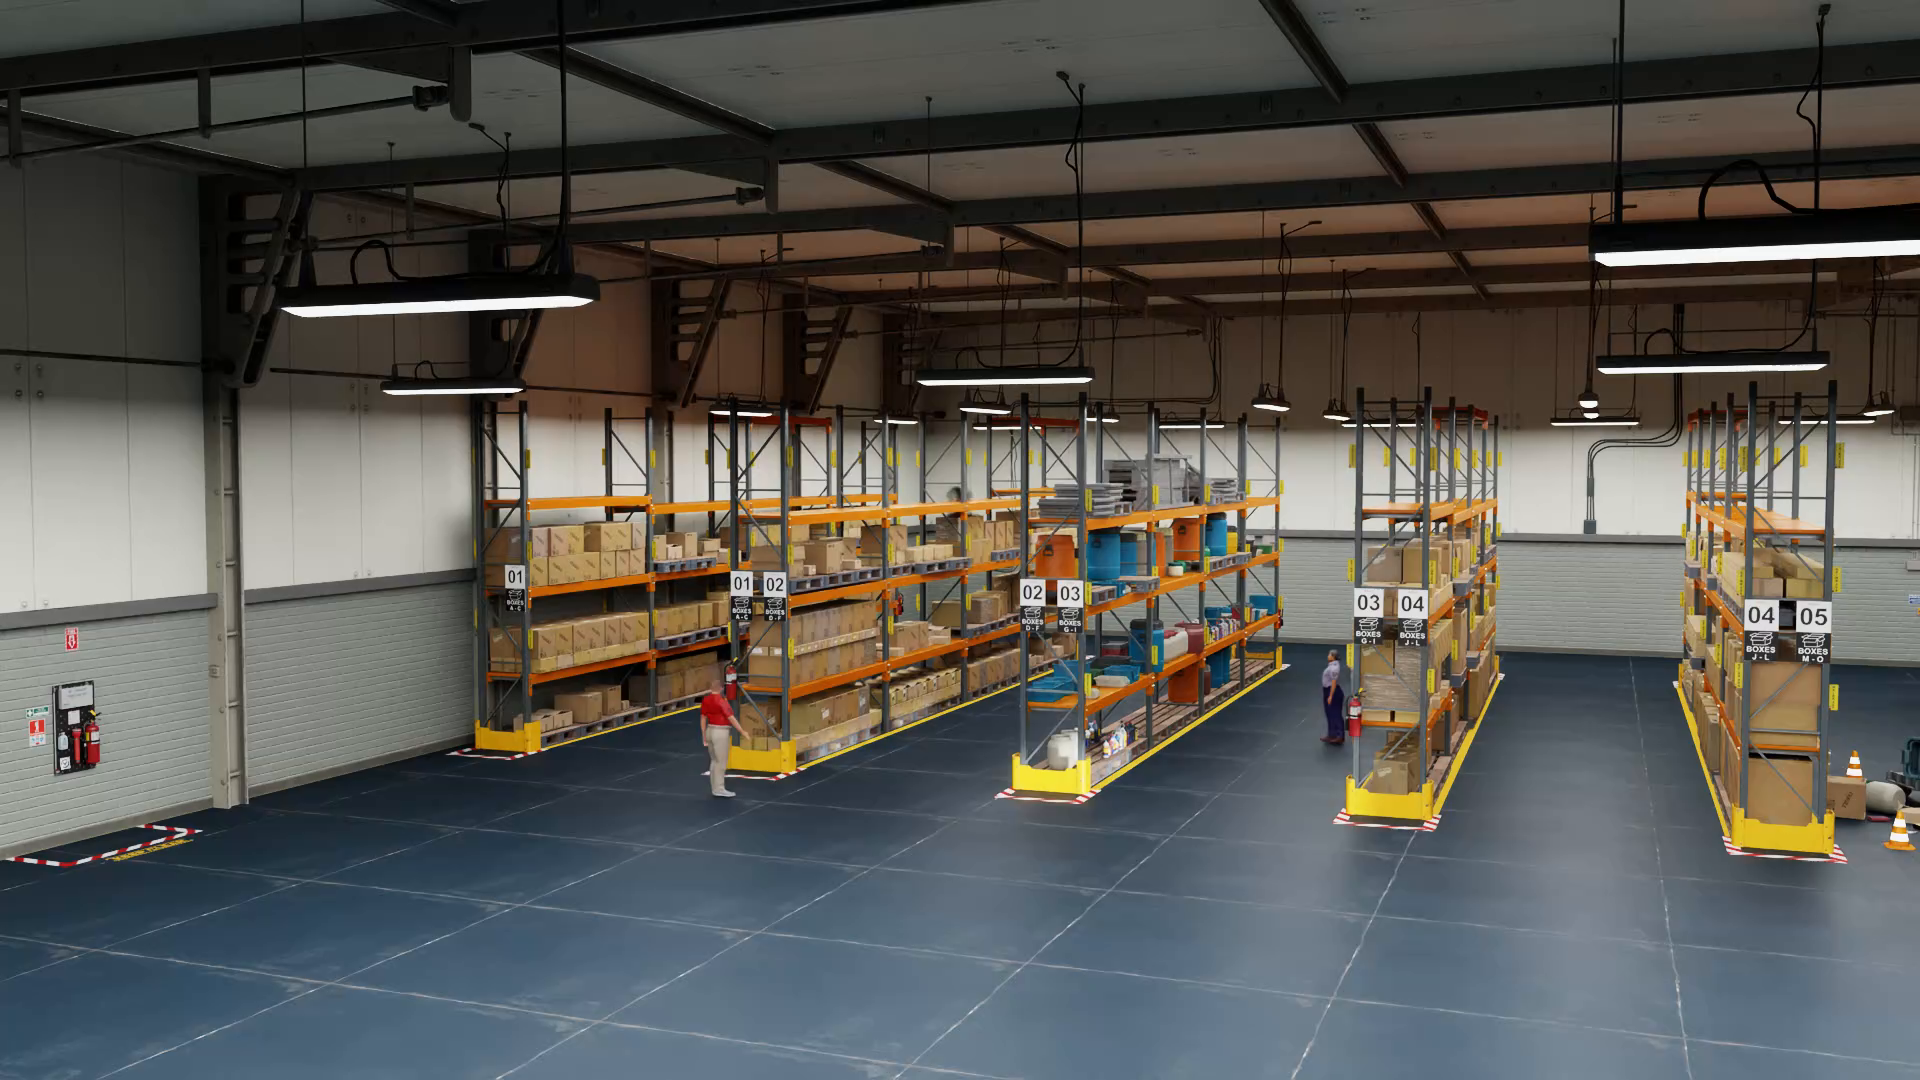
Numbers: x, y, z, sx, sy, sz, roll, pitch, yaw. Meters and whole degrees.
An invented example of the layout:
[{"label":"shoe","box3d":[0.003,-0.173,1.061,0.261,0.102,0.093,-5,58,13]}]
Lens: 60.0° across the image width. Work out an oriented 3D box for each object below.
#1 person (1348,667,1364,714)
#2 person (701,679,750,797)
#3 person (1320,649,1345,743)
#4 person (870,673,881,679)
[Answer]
[{"label":"person","box3d":[7.756,2.600,32.334,0.375,1.686,0.635,-1,3,-12]},{"label":"person","box3d":[-3.486,2.936,24.696,0.570,1.752,0.604,-2,3,-35]},{"label":"person","box3d":[6.600,2.755,29.381,0.381,1.657,0.506,0,3,-4]},{"label":"person","box3d":[-1.759,2.501,35.497,0.466,1.614,0.494,-1,3,-12]}]
